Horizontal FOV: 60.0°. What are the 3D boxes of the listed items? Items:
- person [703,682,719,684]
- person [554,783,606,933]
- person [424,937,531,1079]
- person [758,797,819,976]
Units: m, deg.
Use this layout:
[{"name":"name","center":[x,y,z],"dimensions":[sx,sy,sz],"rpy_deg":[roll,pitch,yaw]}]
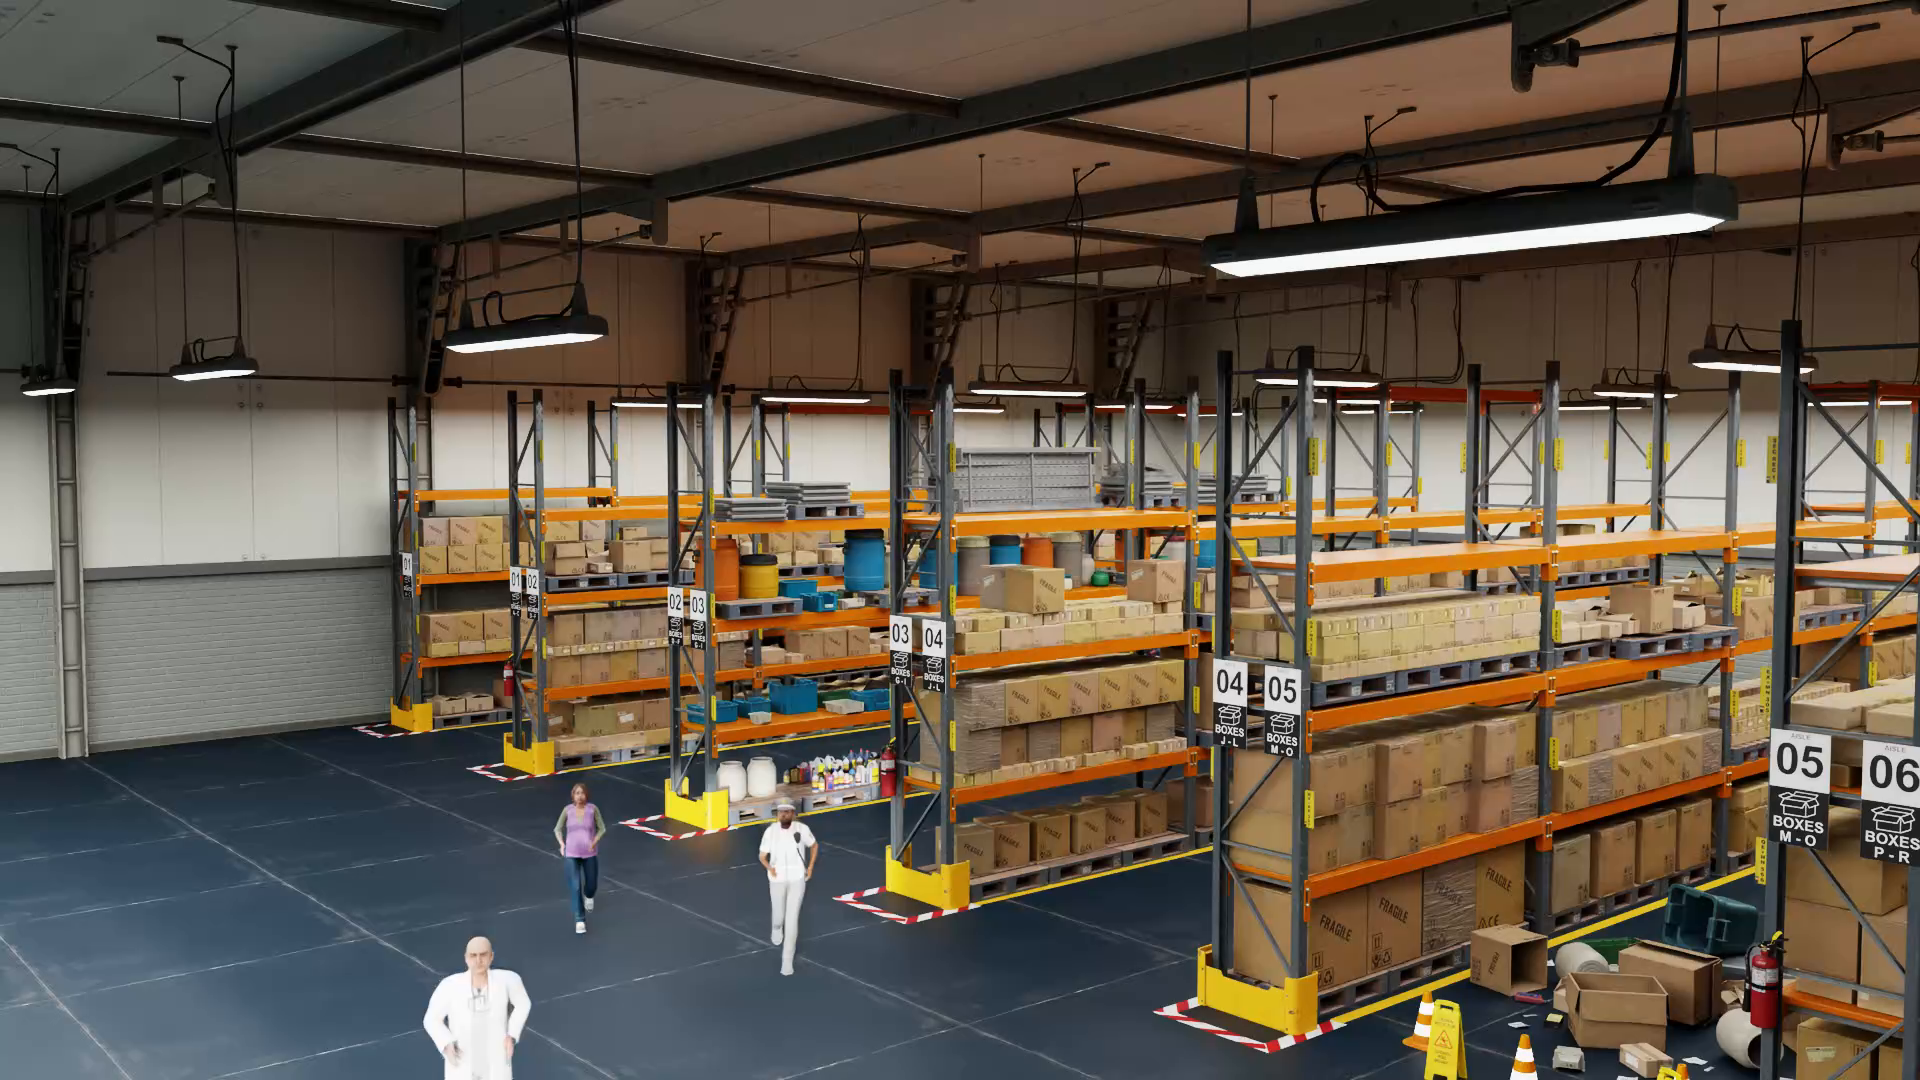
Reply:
[{"name":"person","center":[-4.570,2.561,30.066],"dimensions":[0.598,1.669,0.611],"rpy_deg":[3,4,39]},{"name":"person","center":[-4.047,3.352,17.705],"dimensions":[0.540,1.551,0.637],"rpy_deg":[-1,3,-12]},{"name":"person","center":[-3.315,3.602,11.469],"dimensions":[0.720,1.750,0.921],"rpy_deg":[-1,4,-18]},{"name":"person","center":[-1.701,3.369,16.513],"dimensions":[0.587,1.705,0.849],"rpy_deg":[0,3,-1]}]
